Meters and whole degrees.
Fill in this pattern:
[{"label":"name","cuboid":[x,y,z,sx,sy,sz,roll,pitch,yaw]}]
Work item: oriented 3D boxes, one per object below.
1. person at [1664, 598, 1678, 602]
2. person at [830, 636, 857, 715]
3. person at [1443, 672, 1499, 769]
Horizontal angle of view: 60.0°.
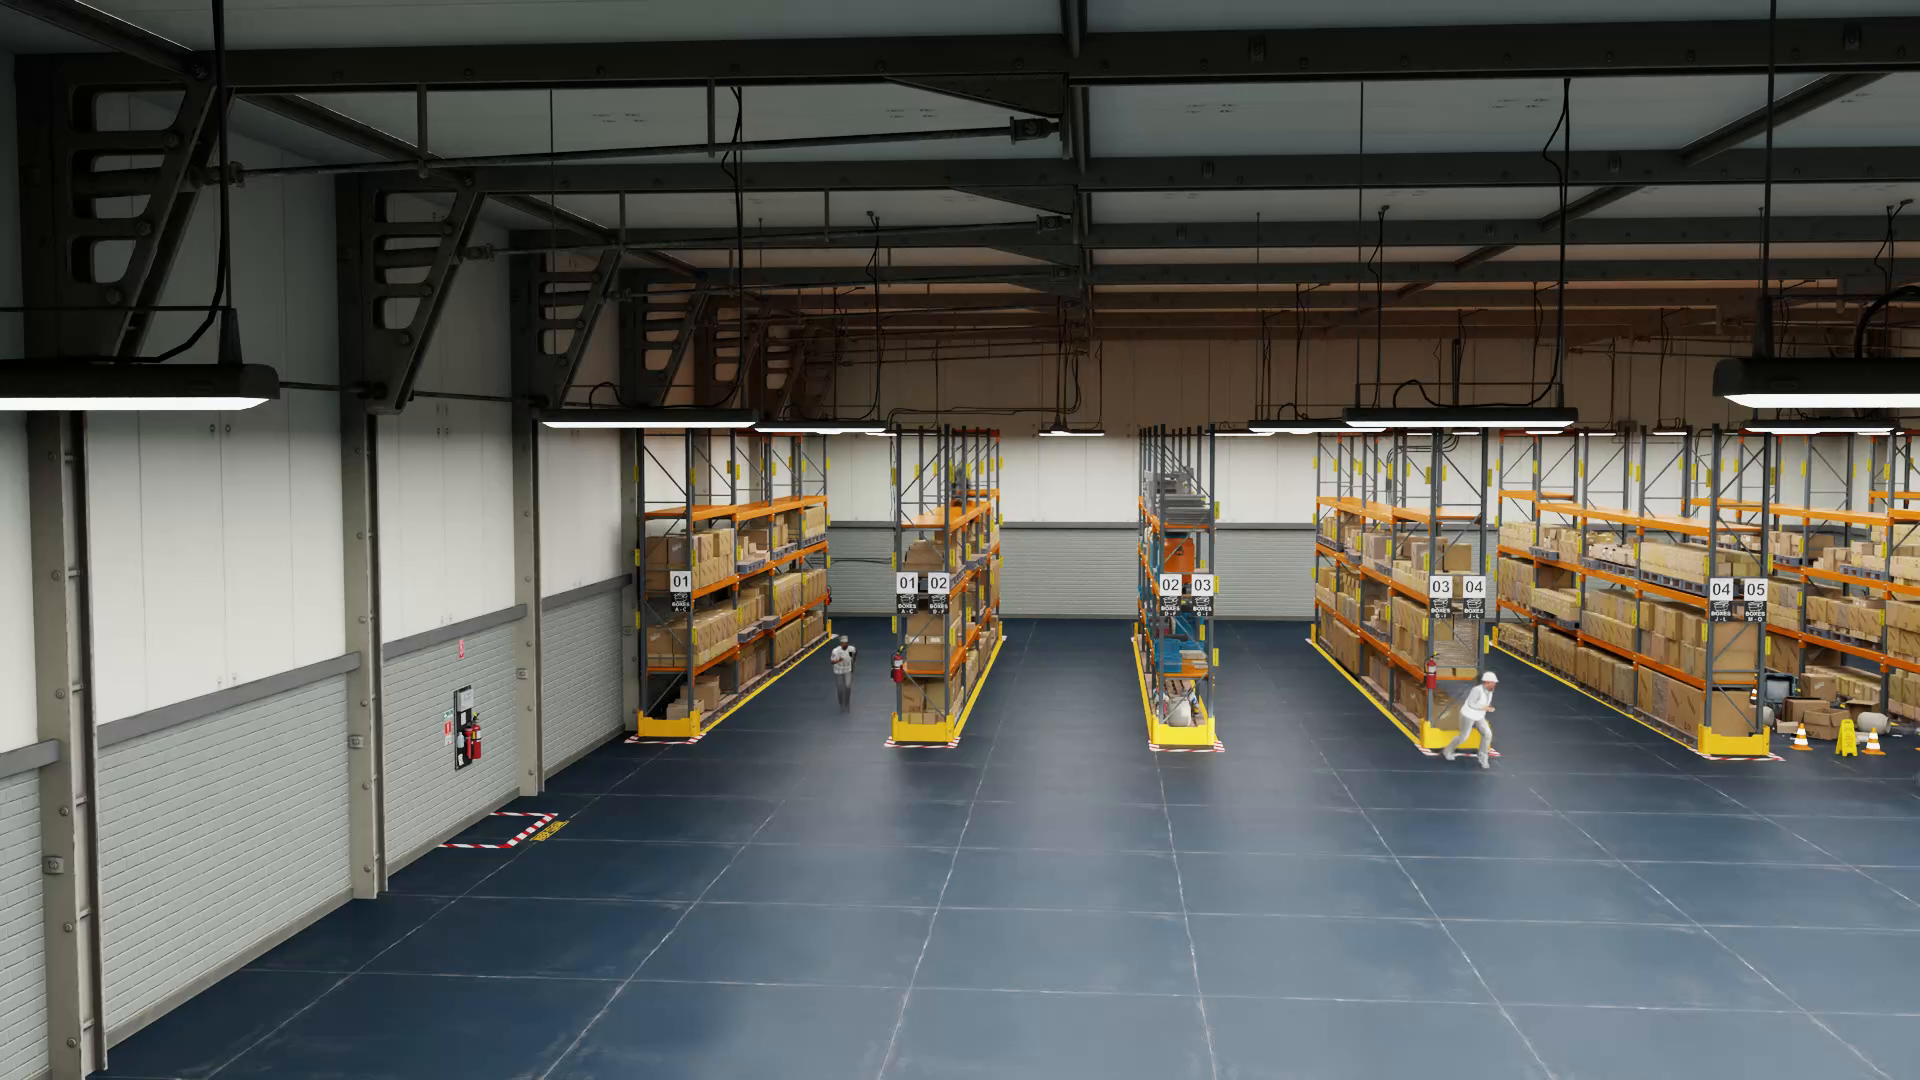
[{"label":"person","cuboid":[20.228,2.025,46.973,0.724,1.743,0.577,0,3,-3]},{"label":"person","cuboid":[-2.421,2.793,34.666,0.560,1.645,0.893,0,3,-6]},{"label":"person","cuboid":[8.948,3.136,29.098,0.700,1.733,1.028,-3,5,-43]}]
